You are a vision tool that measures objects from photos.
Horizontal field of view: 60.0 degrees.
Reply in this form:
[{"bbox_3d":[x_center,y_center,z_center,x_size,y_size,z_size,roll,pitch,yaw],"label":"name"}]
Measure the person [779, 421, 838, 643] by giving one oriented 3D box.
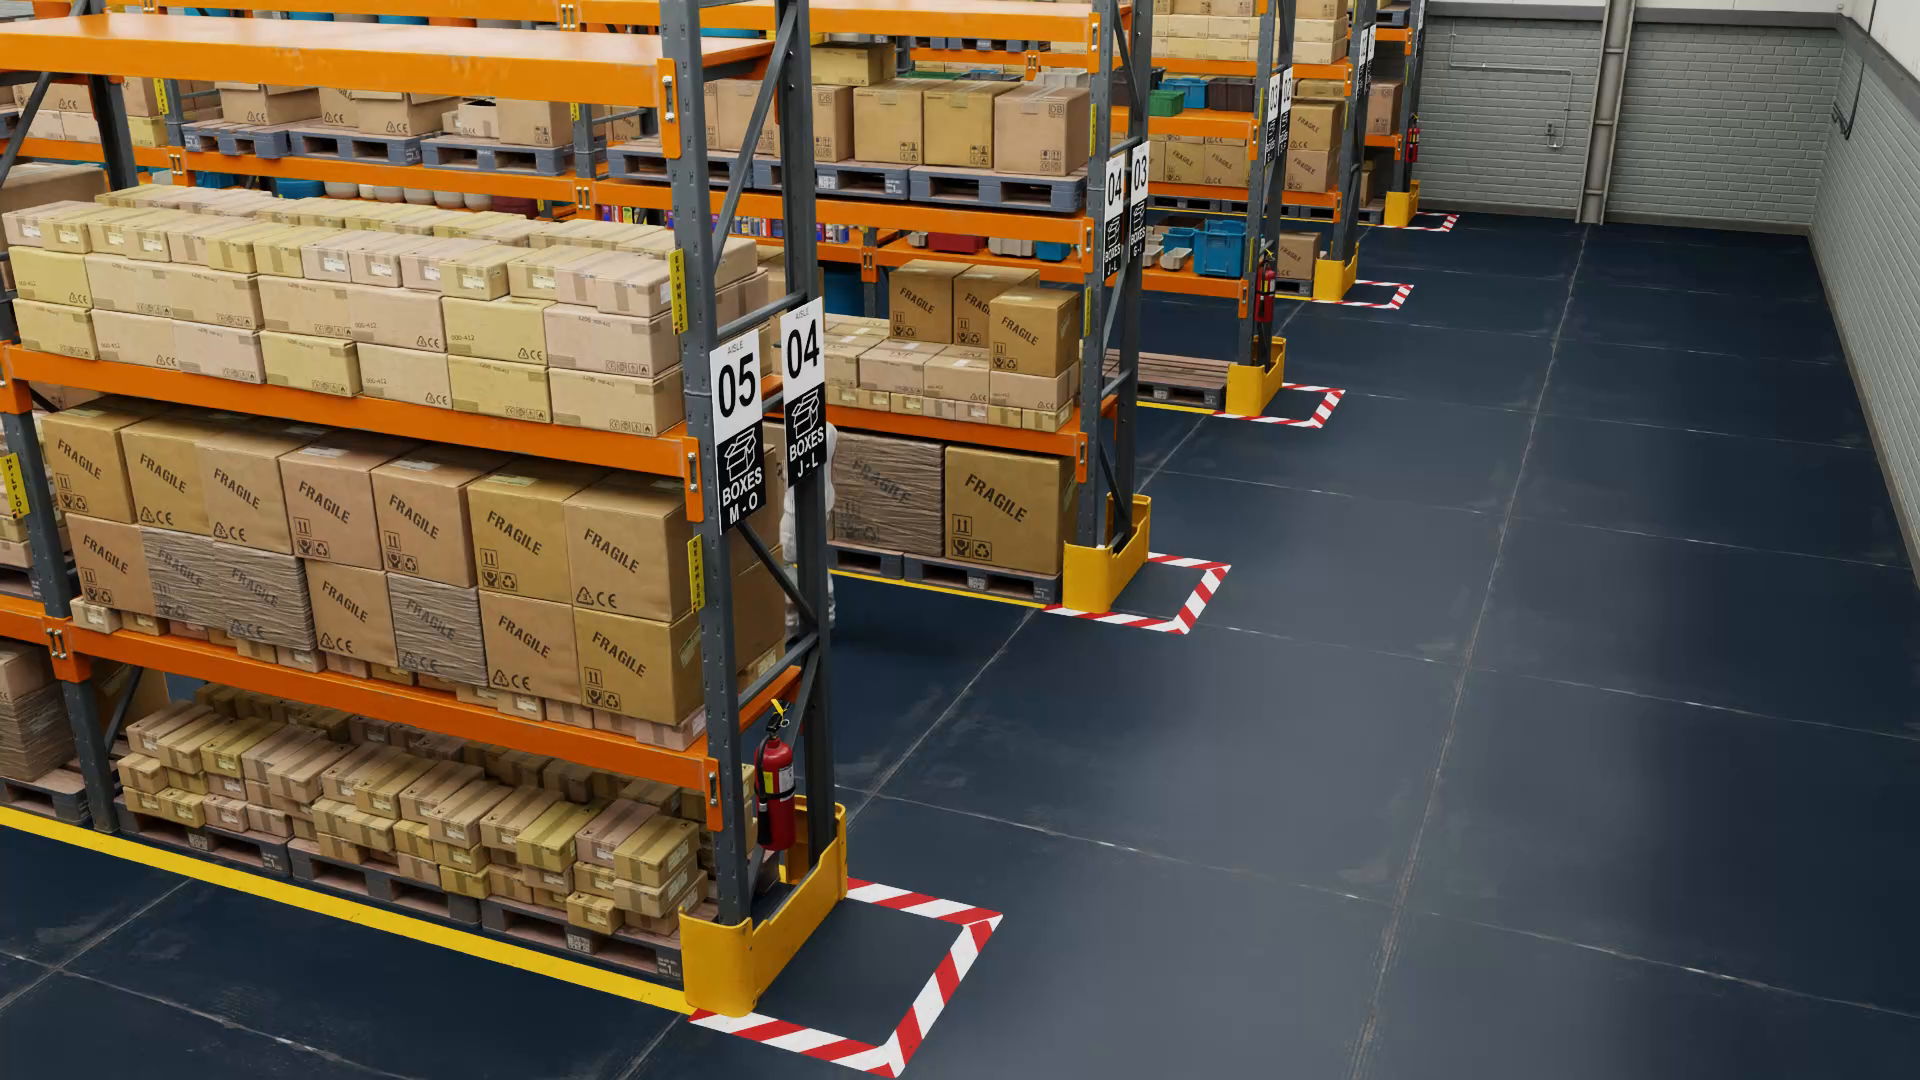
[{"bbox_3d":[-1.065,-0.169,11.334,0.420,1.835,0.593,6,23,14],"label":"person"}]
